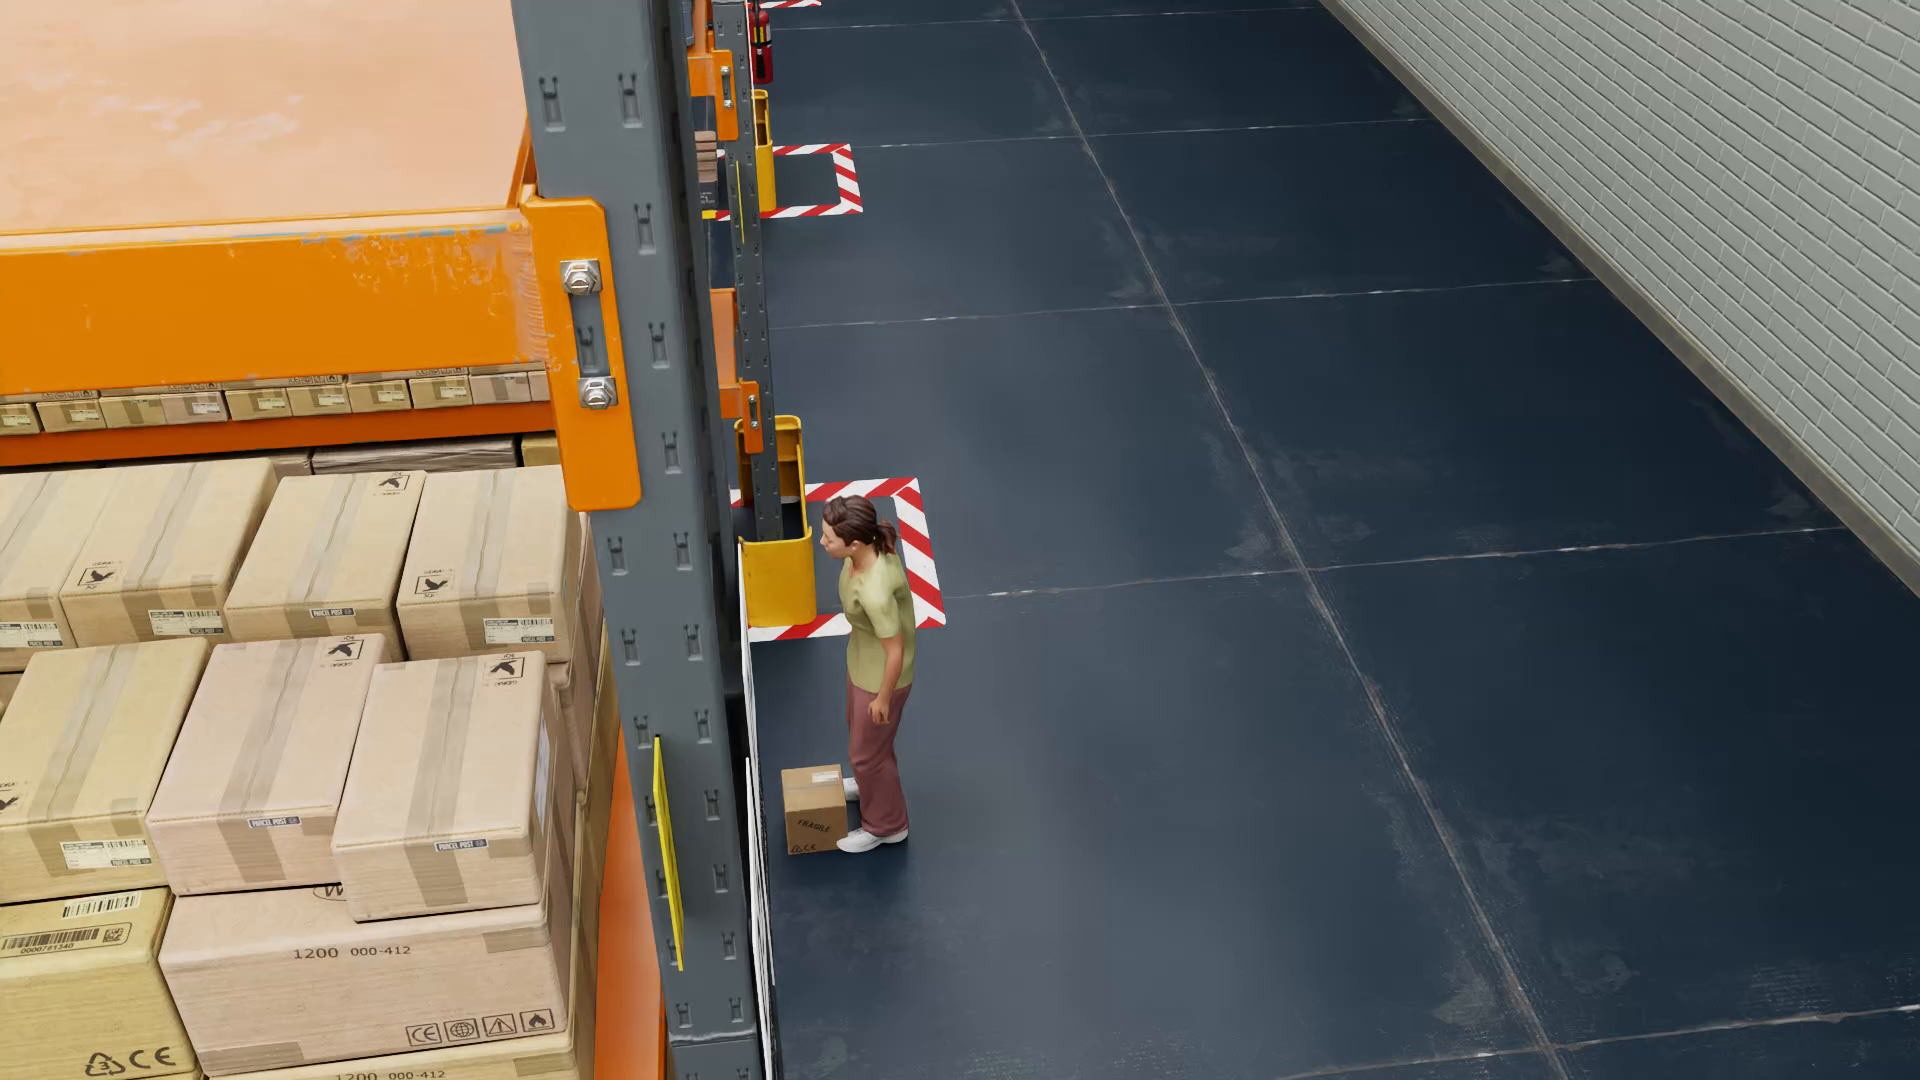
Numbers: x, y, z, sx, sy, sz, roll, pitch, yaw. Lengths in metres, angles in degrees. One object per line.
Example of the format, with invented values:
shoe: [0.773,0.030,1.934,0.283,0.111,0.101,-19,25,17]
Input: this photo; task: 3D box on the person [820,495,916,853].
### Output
person: [-0.357,0.513,6.541,0.362,1.671,0.506,-6,35,-8]
